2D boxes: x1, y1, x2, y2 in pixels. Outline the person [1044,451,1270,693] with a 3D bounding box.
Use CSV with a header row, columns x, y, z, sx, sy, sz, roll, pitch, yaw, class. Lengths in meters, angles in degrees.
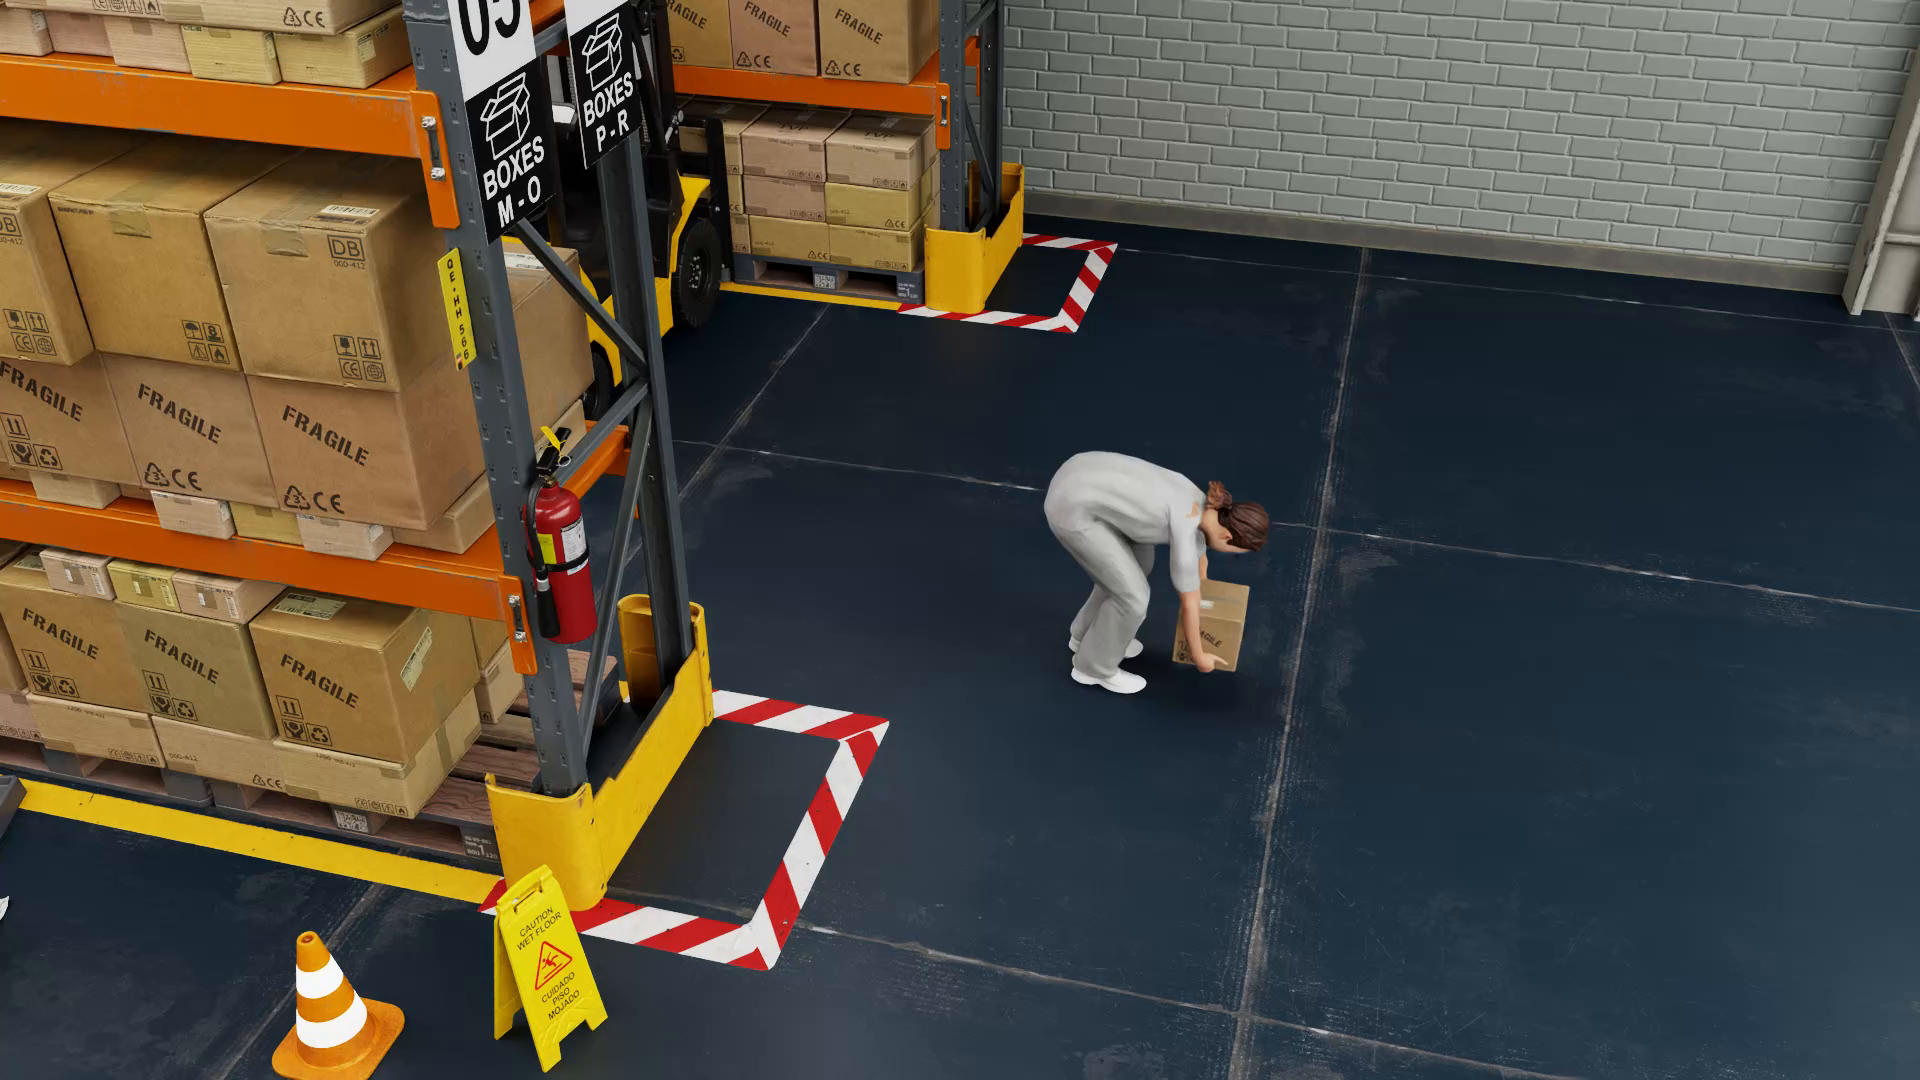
x,y,z,sx,sy,sz,roll,pitch,yaw,class
0.760,0.133,6.568,0.863,0.985,0.446,7,34,10,person
